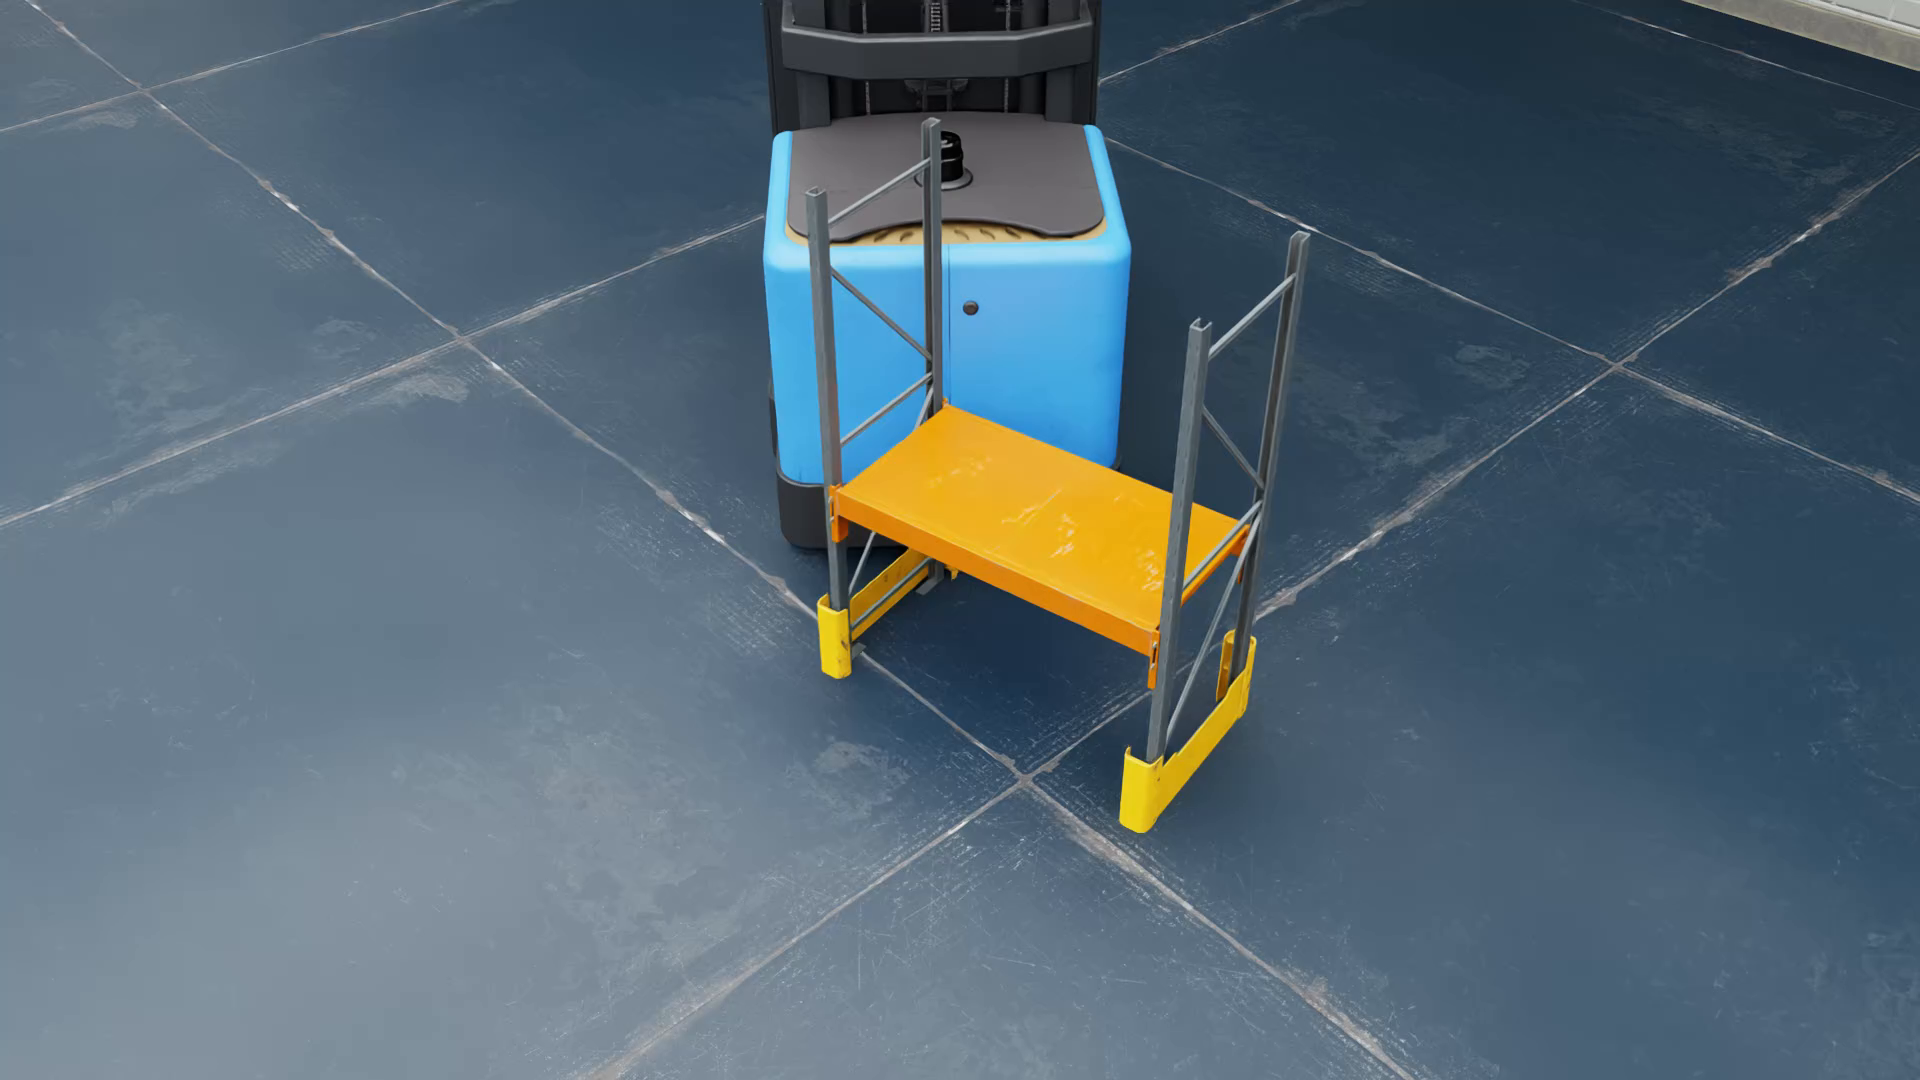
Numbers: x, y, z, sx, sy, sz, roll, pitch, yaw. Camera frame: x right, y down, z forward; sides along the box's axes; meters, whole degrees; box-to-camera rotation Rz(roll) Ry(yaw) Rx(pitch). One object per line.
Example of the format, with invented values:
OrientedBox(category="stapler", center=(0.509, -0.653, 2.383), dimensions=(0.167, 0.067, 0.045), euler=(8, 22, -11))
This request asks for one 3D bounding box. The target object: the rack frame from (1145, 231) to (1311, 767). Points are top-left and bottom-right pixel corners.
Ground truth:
OrientedBox(category="rack frame", center=(0.626, 0.024, 4.026), dimensions=(0.032, 1.500, 0.500), euler=(24, 45, 27))

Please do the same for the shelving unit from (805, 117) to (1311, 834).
OrientedBox(category="shelving unit", center=(0.204, -0.164, 4.259), dimensions=(1.083, 1.500, 0.587), euler=(24, 45, 27))

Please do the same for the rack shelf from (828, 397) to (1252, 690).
OrientedBox(category="rack shelf", center=(0.211, -0.021, 4.368), dimensions=(1.000, 0.185, 0.538), euler=(24, 45, 27))

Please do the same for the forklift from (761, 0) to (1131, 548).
OrientedBox(category="forklift", center=(-0.101, -2.021, 5.420), dimensions=(1.130, 2.935, 3.031), euler=(-2, 39, -2))

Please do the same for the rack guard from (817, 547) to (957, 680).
OrientedBox(category="rack guard", center=(-0.203, 0.142, 4.876), dimensions=(0.087, 0.250, 0.587), euler=(24, 45, 27))

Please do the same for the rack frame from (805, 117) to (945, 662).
OrientedBox(category="rack frame", center=(-0.204, -0.345, 4.484), dimensions=(0.032, 1.500, 0.500), euler=(24, 45, 27))

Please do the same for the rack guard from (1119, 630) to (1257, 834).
OrientedBox(category="rack guard", center=(0.610, 0.503, 4.428), dimensions=(0.087, 0.250, 0.587), euler=(24, 45, 27))
